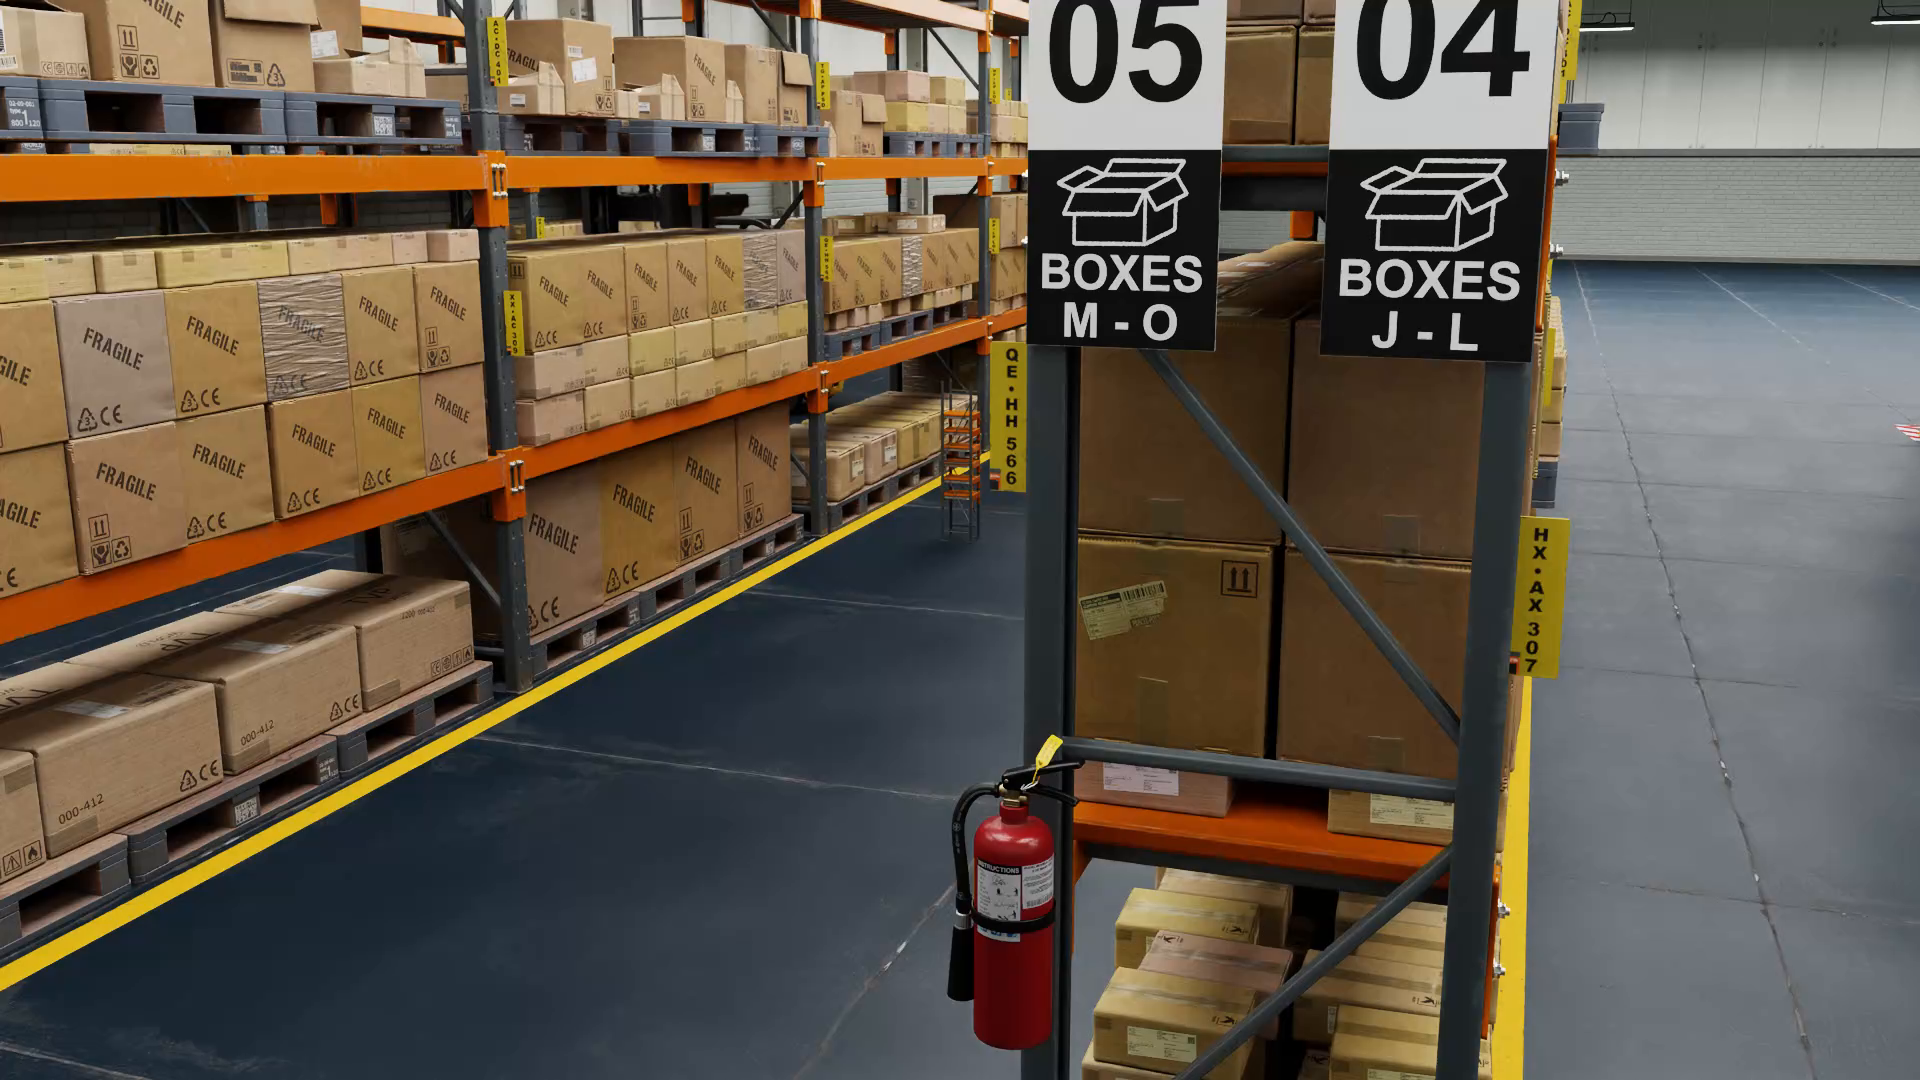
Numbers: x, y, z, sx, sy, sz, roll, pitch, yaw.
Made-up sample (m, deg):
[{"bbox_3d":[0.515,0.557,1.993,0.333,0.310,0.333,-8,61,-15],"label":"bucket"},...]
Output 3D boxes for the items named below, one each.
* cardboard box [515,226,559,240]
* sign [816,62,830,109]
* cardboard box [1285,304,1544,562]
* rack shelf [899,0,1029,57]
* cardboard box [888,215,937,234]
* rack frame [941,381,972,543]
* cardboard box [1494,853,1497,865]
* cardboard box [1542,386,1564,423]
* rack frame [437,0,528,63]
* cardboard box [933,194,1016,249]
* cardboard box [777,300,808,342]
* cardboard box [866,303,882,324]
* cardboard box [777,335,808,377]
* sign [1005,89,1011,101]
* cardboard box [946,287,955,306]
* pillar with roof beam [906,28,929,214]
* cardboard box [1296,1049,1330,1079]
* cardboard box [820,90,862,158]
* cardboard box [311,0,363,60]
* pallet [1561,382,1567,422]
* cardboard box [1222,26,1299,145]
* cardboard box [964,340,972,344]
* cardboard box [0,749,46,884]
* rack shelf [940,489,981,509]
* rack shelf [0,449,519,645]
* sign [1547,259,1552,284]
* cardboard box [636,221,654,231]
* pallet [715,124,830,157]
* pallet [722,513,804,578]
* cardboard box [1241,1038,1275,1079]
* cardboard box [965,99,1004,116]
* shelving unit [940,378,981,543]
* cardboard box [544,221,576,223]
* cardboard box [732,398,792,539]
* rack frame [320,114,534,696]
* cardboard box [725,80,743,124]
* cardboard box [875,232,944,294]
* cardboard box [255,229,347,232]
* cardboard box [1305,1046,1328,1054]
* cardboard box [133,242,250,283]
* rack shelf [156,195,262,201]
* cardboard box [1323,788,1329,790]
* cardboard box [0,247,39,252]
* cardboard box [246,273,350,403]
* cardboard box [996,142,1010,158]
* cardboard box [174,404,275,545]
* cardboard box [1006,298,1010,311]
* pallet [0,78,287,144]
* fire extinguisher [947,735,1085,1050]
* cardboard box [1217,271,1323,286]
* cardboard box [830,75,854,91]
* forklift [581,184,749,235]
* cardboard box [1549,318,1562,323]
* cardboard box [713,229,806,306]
[{"bbox_3d":[-4.516,-3.276,17.750,0.380,0.149,0.250,5,14,20],"label":"cardboard box"},{"bbox_3d":[-0.974,-3.233,11.831,0.100,0.325,0.005,4,14,18],"label":"sign"},{"bbox_3d":[1.028,-0.259,3.741,0.500,0.500,0.500,4,14,18],"label":"cardboard box"},{"bbox_3d":[0.445,-5.357,17.362,1.077,0.370,4.000,4,14,18],"label":"rack shelf"},{"bbox_3d":[-0.415,-2.760,14.543,0.380,0.149,0.250,4,13,16],"label":"cardboard box"},{"bbox_3d":[-0.025,-0.569,12.283,0.240,1.200,0.006,4,14,18],"label":"rack frame"},{"bbox_3d":[1.530,1.029,5.367,0.380,0.149,0.250,5,14,19],"label":"cardboard box"},{"bbox_3d":[2.488,-0.621,7.422,0.380,0.149,0.250,5,14,19],"label":"cardboard box"},{"bbox_3d":[-4.900,-5.645,16.999,1.000,3.000,0.127,4,14,18],"label":"rack frame"},{"bbox_3d":[0.145,-3.122,16.286,0.700,0.500,0.500,4,14,18],"label":"cardboard box"},{"bbox_3d":[-1.413,-1.572,11.848,0.500,0.250,0.500,4,14,18],"label":"cardboard box"},{"bbox_3d":[-0.851,-1.827,13.372,0.380,0.149,0.250,4,14,19],"label":"cardboard box"},{"bbox_3d":[-1.414,-1.323,11.882,0.500,0.250,0.500,4,13,16],"label":"cardboard box"},{"bbox_3d":[0.579,-5.134,19.534,0.100,0.325,0.005,4,14,18],"label":"sign"},{"bbox_3d":[-0.259,-2.207,15.036,0.380,0.149,0.250,4,13,17],"label":"cardboard box"},{"bbox_3d":[3.272,-8.622,30.042,9.100,9.000,0.400,4,14,18],"label":"pillar with roof beam"},{"bbox_3d":[1.044,1.446,4.205,0.380,0.149,0.250,5,14,21],"label":"cardboard box"},{"bbox_3d":[-1.180,-3.232,12.940,0.700,0.500,0.500,4,14,18],"label":"cardboard box"},{"bbox_3d":[-3.180,-2.335,7.845,0.500,0.500,0.500,5,14,19],"label":"cardboard box"},{"bbox_3d":[3.090,-0.935,10.276,1.213,0.211,1.003,4,14,18],"label":"pallet"},{"bbox_3d":[0.528,-1.006,3.752,0.500,0.250,0.500,4,13,17],"label":"cardboard box"},{"bbox_3d":[-0.102,-1.845,17.380,0.500,0.500,0.500,5,14,19],"label":"cardboard box"},{"bbox_3d":[-3.966,1.061,5.913,0.875,0.438,0.875,4,13,16],"label":"cardboard box"},{"bbox_3d":[0.005,-0.311,12.431,0.258,0.103,0.180,4,14,18],"label":"rack shelf"},{"bbox_3d":[-3.438,0.092,6.959,1.077,0.370,4.000,4,14,18],"label":"rack shelf"},{"bbox_3d":[3.737,-1.675,10.663,0.100,0.325,0.005,4,14,18],"label":"sign"},{"bbox_3d":[-3.840,-3.706,19.634,0.380,0.149,0.250,5,14,20],"label":"cardboard box"},{"bbox_3d":[-1.655,-2.753,11.490,1.213,0.211,1.003,5,14,21],"label":"pallet"},{"bbox_3d":[-1.823,-0.002,12.021,1.003,0.211,1.213,4,14,18],"label":"pallet"},{"bbox_3d":[0.668,1.355,4.604,0.380,0.149,0.250,4,13,17],"label":"cardboard box"},{"bbox_3d":[0.209,-4.135,15.897,0.380,0.149,0.250,4,13,17],"label":"cardboard box"},{"bbox_3d":[0.005,-0.588,12.368,0.258,1.200,0.189,4,14,18],"label":"shelving unit"},{"bbox_3d":[-4.638,-3.587,19.111,0.380,0.149,0.250,4,14,18],"label":"cardboard box"},{"bbox_3d":[-1.799,-0.551,11.993,0.875,0.875,0.875,4,14,18],"label":"cardboard box"},{"bbox_3d":[-2.791,-0.679,8.724,1.000,3.000,0.127,4,14,18],"label":"rack frame"},{"bbox_3d":[-1.611,-2.808,10.667,0.396,0.266,0.258,4,13,17],"label":"cardboard box"},{"bbox_3d":[-0.466,-2.436,14.582,0.500,0.500,0.500,5,14,20],"label":"cardboard box"},{"bbox_3d":[-3.206,-1.429,8.079,0.380,0.149,0.250,5,14,19],"label":"cardboard box"},{"bbox_3d":[1.185,1.482,4.717,0.380,0.149,0.250,5,14,19],"label":"cardboard box"},{"bbox_3d":[-3.128,-1.127,6.754,0.380,0.149,0.250,4,14,18],"label":"cardboard box"},{"bbox_3d":[-6.841,-2.569,11.877,1.077,0.370,4.000,4,14,18],"label":"rack shelf"},{"bbox_3d":[1.090,0.519,4.037,0.380,0.149,0.250,5,14,20],"label":"cardboard box"},{"bbox_3d":[-3.797,-1.052,6.428,0.380,0.149,0.250,5,14,20],"label":"cardboard box"},{"bbox_3d":[-3.010,-0.882,7.141,0.500,0.500,0.500,5,14,19],"label":"cardboard box"},{"bbox_3d":[0.271,-3.803,16.231,0.380,0.149,0.250,4,14,18],"label":"cardboard box"},{"bbox_3d":[-3.193,-0.287,6.781,0.500,0.500,0.500,5,14,20],"label":"cardboard box"},{"bbox_3d":[0.293,-2.400,16.825,0.380,0.149,0.250,4,14,18],"label":"cardboard box"},{"bbox_3d":[-3.462,-1.671,6.527,1.003,0.211,1.213,4,14,18],"label":"pallet"},{"bbox_3d":[0.113,0.737,3.529,0.296,0.674,0.183,4,14,18],"label":"fire extinguisher"},{"bbox_3d":[0.868,-0.514,4.861,0.500,0.500,0.500,5,14,21],"label":"cardboard box"},{"bbox_3d":[-0.922,-4.002,14.809,0.500,0.250,0.500,4,13,17],"label":"cardboard box"},{"bbox_3d":[-2.479,-1.931,14.363,1.130,2.935,3.031,5,14,19],"label":"forklift"},{"bbox_3d":[2.990,-1.096,8.832,0.380,0.149,0.250,5,14,20],"label":"cardboard box"},{"bbox_3d":[-1.416,-1.930,11.732,0.500,0.500,0.500,4,13,17],"label":"cardboard box"}]
